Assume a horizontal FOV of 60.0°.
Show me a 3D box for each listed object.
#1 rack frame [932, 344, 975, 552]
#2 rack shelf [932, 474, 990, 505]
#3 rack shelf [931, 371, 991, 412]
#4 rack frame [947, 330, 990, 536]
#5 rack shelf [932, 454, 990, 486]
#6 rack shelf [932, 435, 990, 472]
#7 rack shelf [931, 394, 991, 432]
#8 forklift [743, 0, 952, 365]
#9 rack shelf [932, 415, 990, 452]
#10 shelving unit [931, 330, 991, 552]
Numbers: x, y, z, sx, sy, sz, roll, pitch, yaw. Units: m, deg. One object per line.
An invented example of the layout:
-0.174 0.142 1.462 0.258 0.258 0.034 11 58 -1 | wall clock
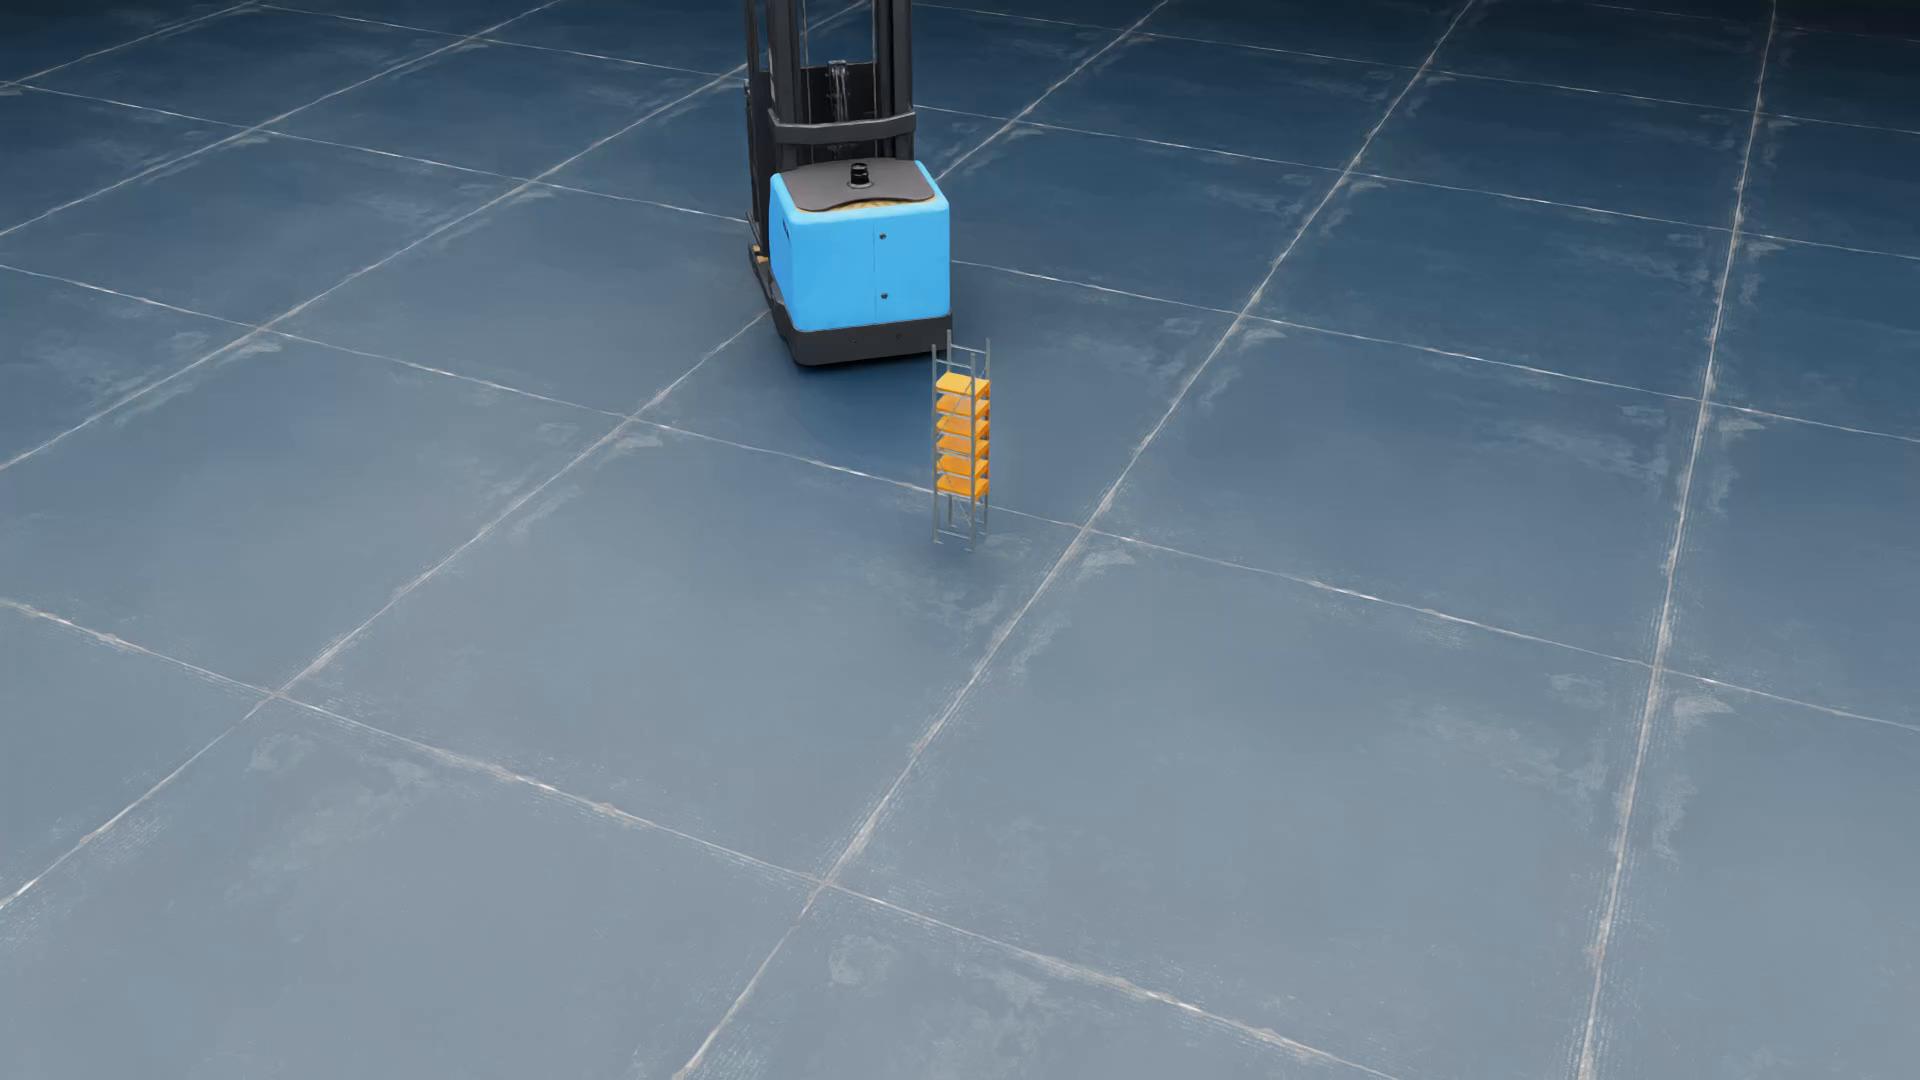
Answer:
-0.032 -0.463 8.731 0.240 1.200 0.006 14 36 20 | rack frame
0.006 -0.271 8.956 0.258 0.103 0.180 14 36 20 | rack shelf
0.006 -0.773 8.627 0.258 0.103 0.180 14 36 20 | rack shelf
0.044 -0.555 8.870 0.240 1.200 0.006 14 36 20 | rack frame
0.006 -0.371 8.891 0.258 0.103 0.180 14 36 20 | rack shelf
0.006 -0.472 8.825 0.258 0.103 0.180 14 36 20 | rack shelf
0.006 -0.673 8.693 0.258 0.103 0.180 14 36 20 | rack shelf
-0.917 -3.152 11.252 1.130 2.935 3.031 -8 34 -12 | forklift
0.006 -0.572 8.759 0.258 0.103 0.180 14 36 20 | rack shelf
0.006 -0.509 8.800 0.258 1.200 0.189 14 36 20 | shelving unit
